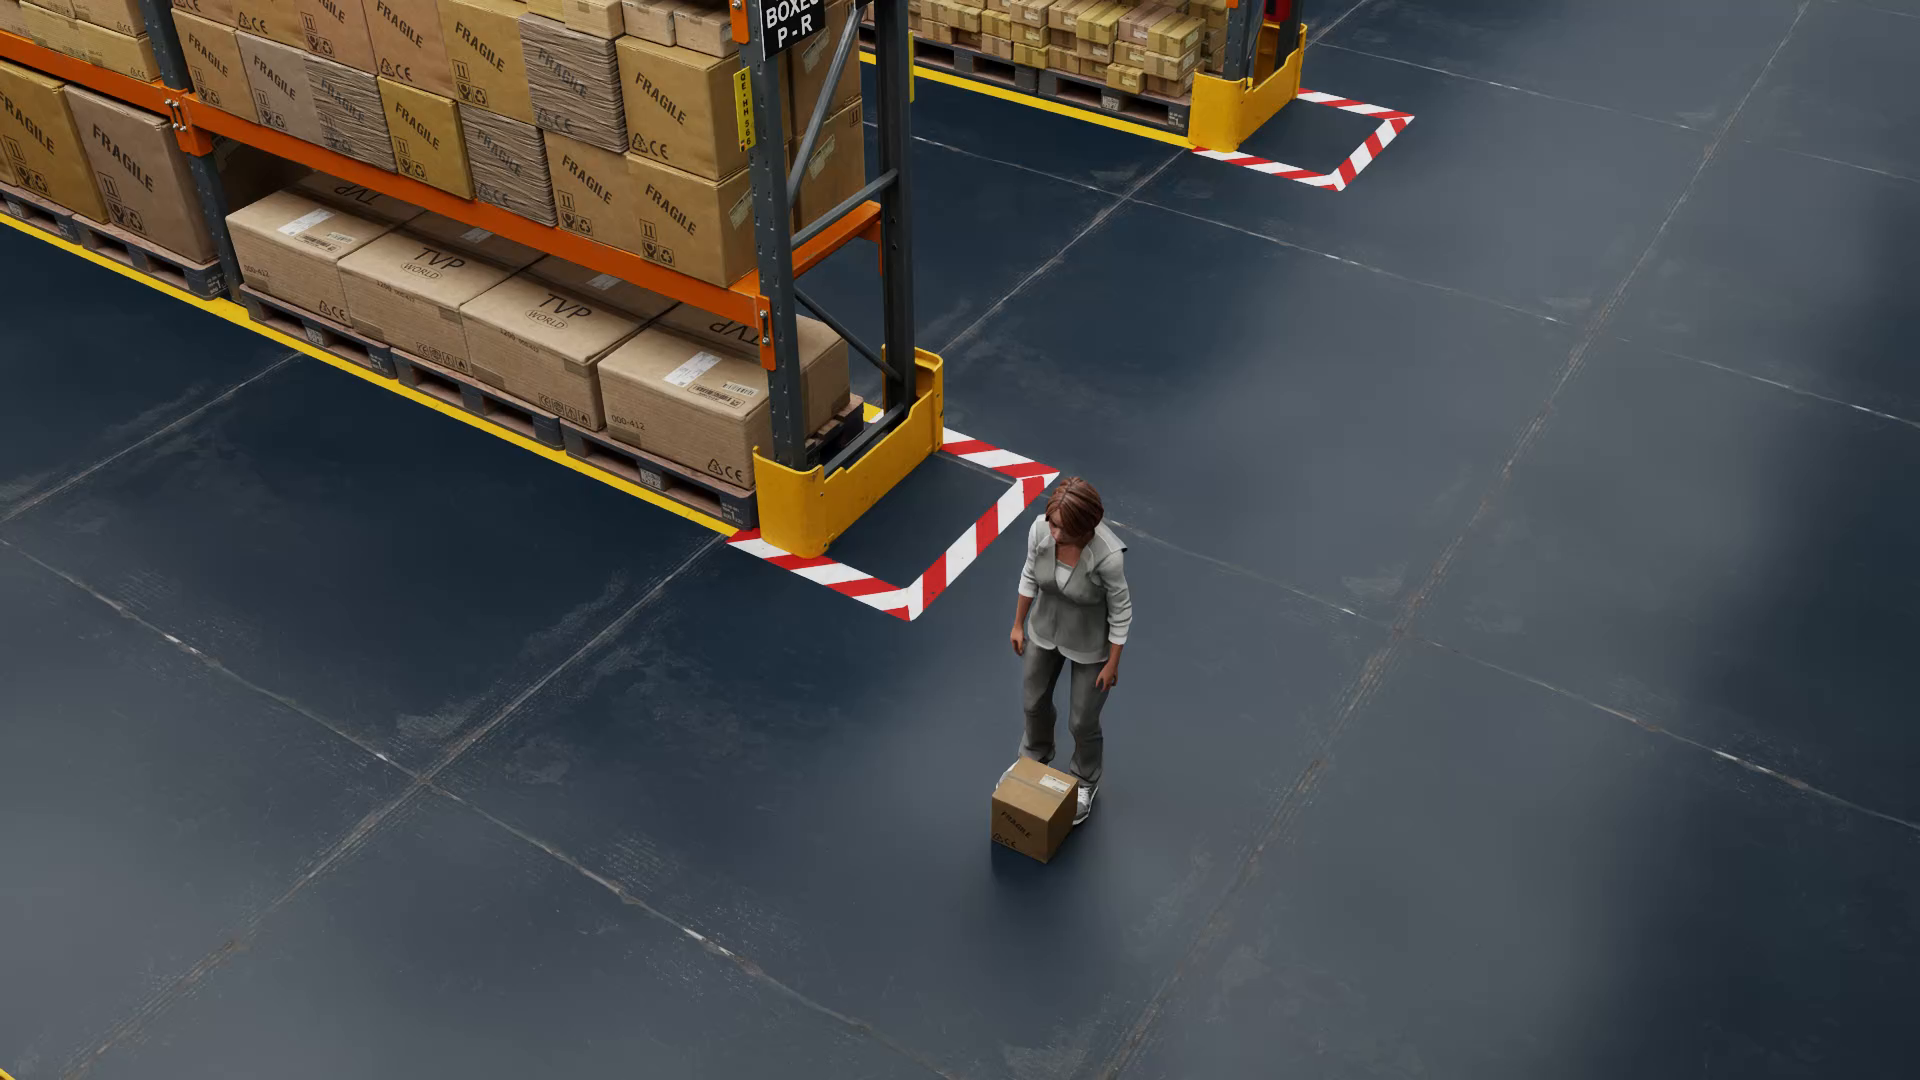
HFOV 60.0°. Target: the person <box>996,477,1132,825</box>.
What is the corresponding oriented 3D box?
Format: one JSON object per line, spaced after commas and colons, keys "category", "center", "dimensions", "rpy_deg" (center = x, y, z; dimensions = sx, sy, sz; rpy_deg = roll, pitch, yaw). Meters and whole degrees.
{"category": "person", "center": [0.410, 0.391, 6.203], "dimensions": [0.462, 1.593, 0.343], "rpy_deg": [22, 44, 25]}
